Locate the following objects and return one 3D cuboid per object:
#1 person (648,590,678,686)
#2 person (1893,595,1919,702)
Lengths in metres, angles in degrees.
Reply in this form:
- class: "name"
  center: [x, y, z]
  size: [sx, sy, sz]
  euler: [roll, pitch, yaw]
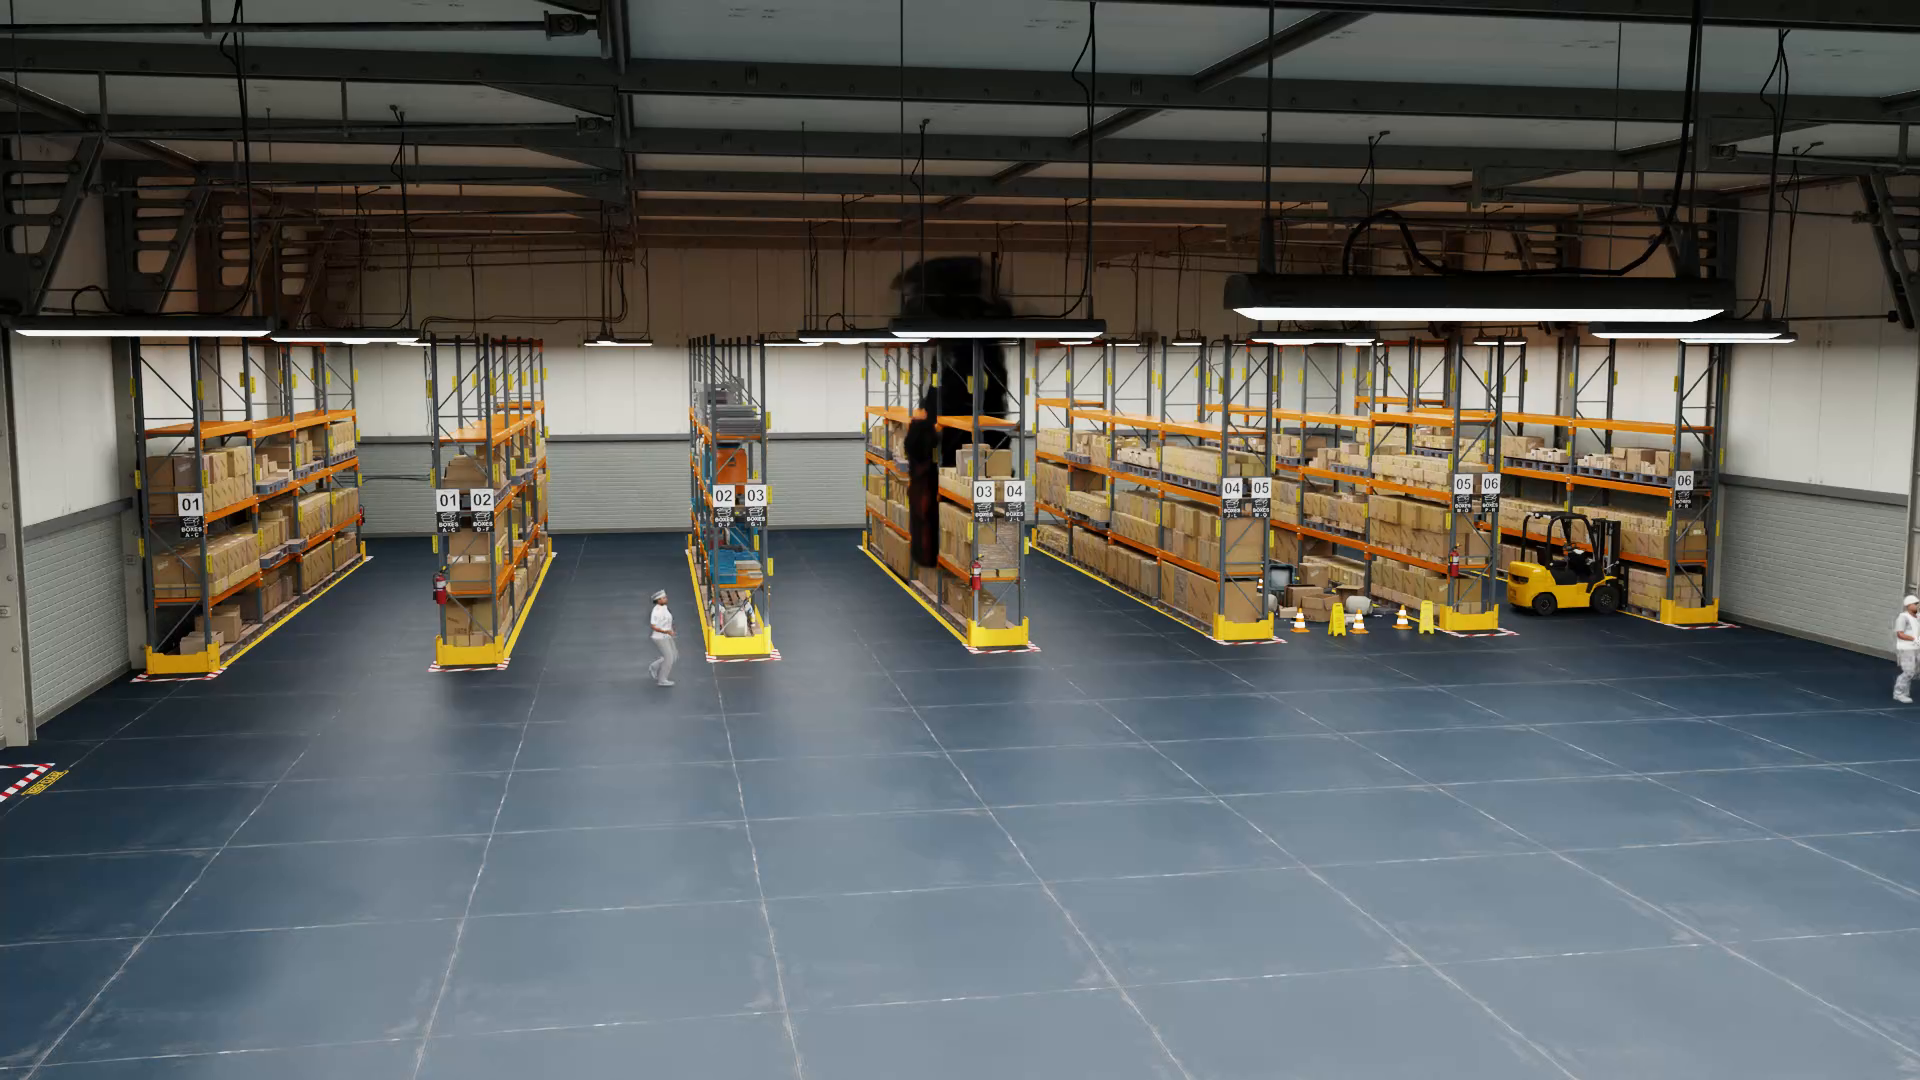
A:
- class: "person"
  center: [-5.066, 1.659, 28.350]
  size: [0.560, 1.651, 0.572]
  euler: [1, 7, 9]
- class: "person"
  center: [15.463, 1.770, 26.949]
  size: [0.673, 1.739, 0.600]
  euler: [-3, 7, -27]
